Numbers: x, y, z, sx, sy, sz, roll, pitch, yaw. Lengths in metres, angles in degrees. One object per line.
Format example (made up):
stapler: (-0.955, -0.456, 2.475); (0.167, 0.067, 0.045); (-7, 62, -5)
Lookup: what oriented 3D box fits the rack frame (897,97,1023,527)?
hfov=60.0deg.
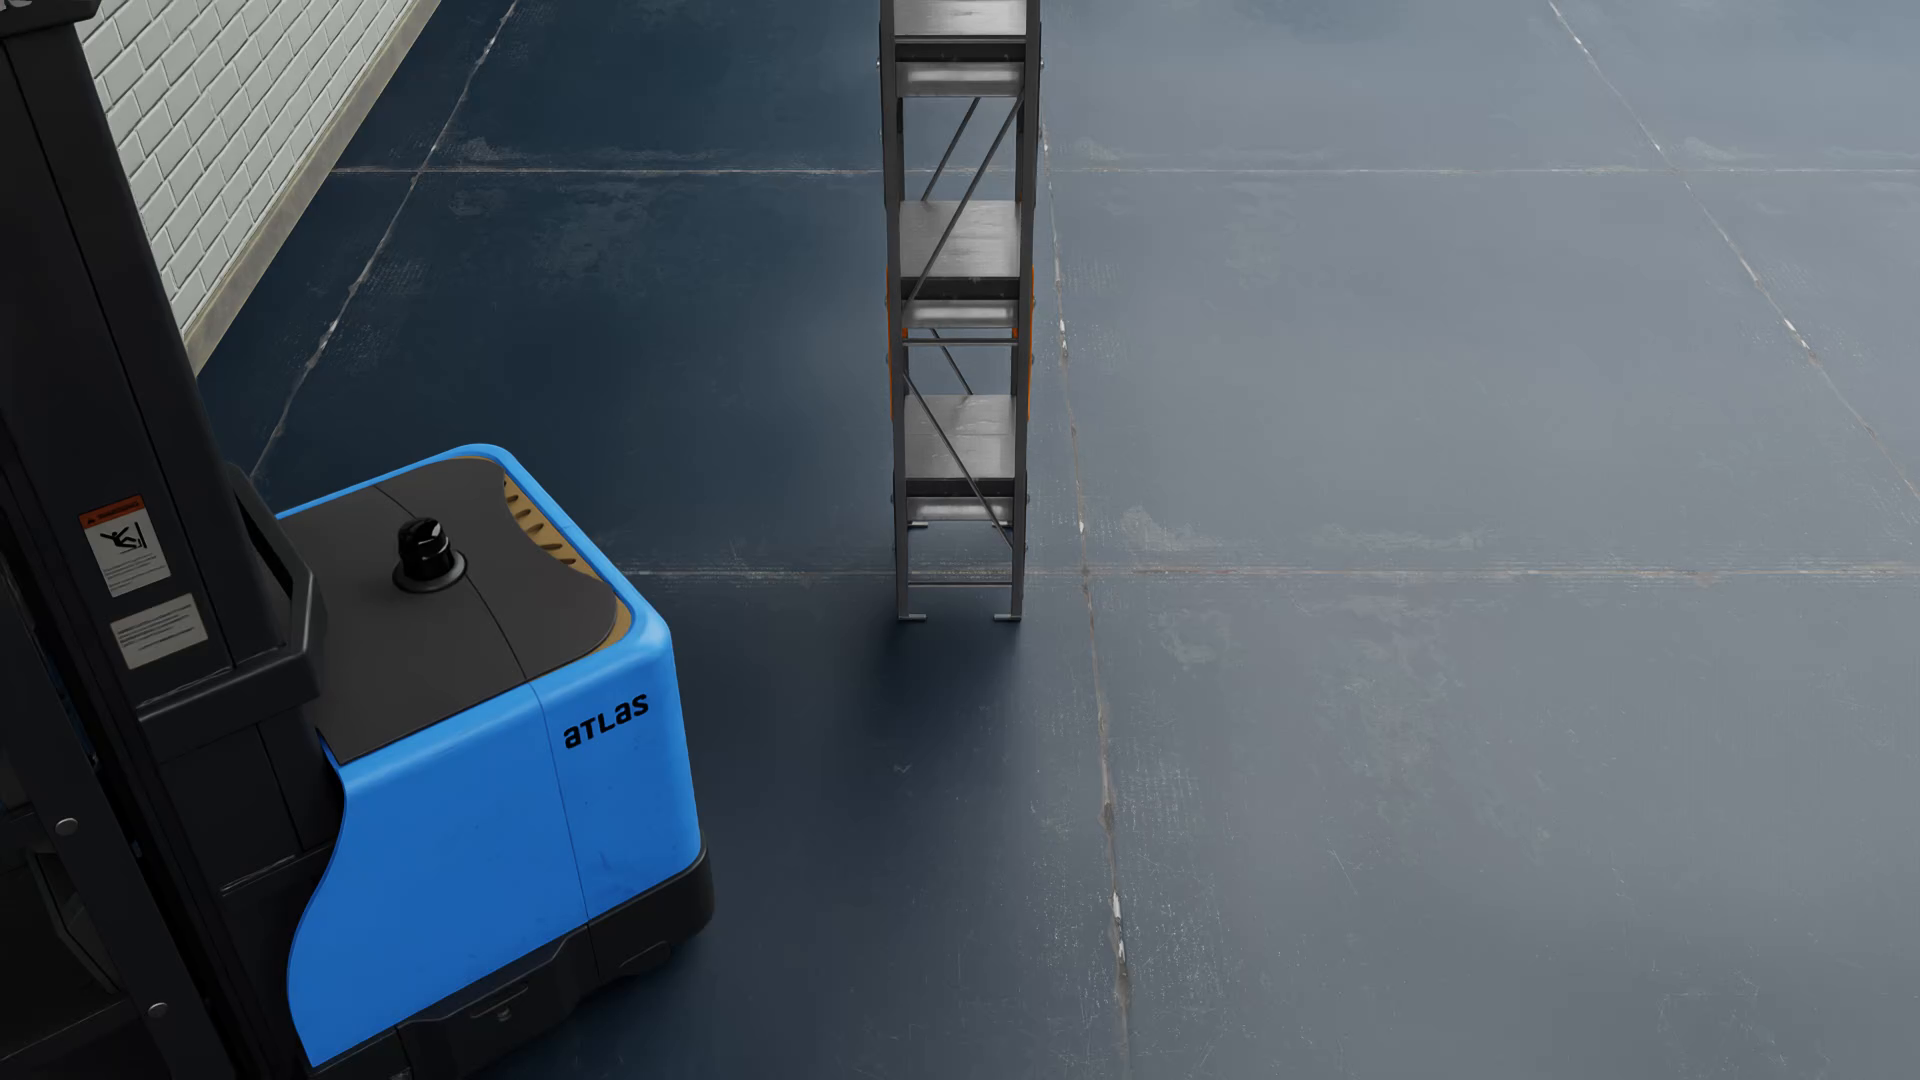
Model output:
rack frame: (0.000, -0.868, 5.155); (0.400, 2.100, 0.015); (0, 39, 0)

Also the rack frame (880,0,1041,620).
rack frame: (0.000, -0.563, 4.774); (0.400, 2.100, 0.015); (0, 39, 0)

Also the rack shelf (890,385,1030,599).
rack shelf: (0.000, -0.159, 5.410); (0.431, 0.518, 0.480); (0, 39, 0)

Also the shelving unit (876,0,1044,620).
shelving unit: (0.000, -0.716, 4.964); (0.431, 2.100, 0.503); (0, 39, 0)

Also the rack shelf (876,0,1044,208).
rack shelf: (0.000, -1.251, 4.535); (0.431, 0.518, 0.480); (0, 39, 0)

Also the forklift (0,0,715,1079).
forklift: (-2.134, 0.209, 3.146); (3.031, 2.935, 1.130); (-25, 45, -28)

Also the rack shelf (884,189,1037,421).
rack shelf: (0.000, -0.705, 4.973); (0.431, 0.518, 0.480); (0, 39, 0)
